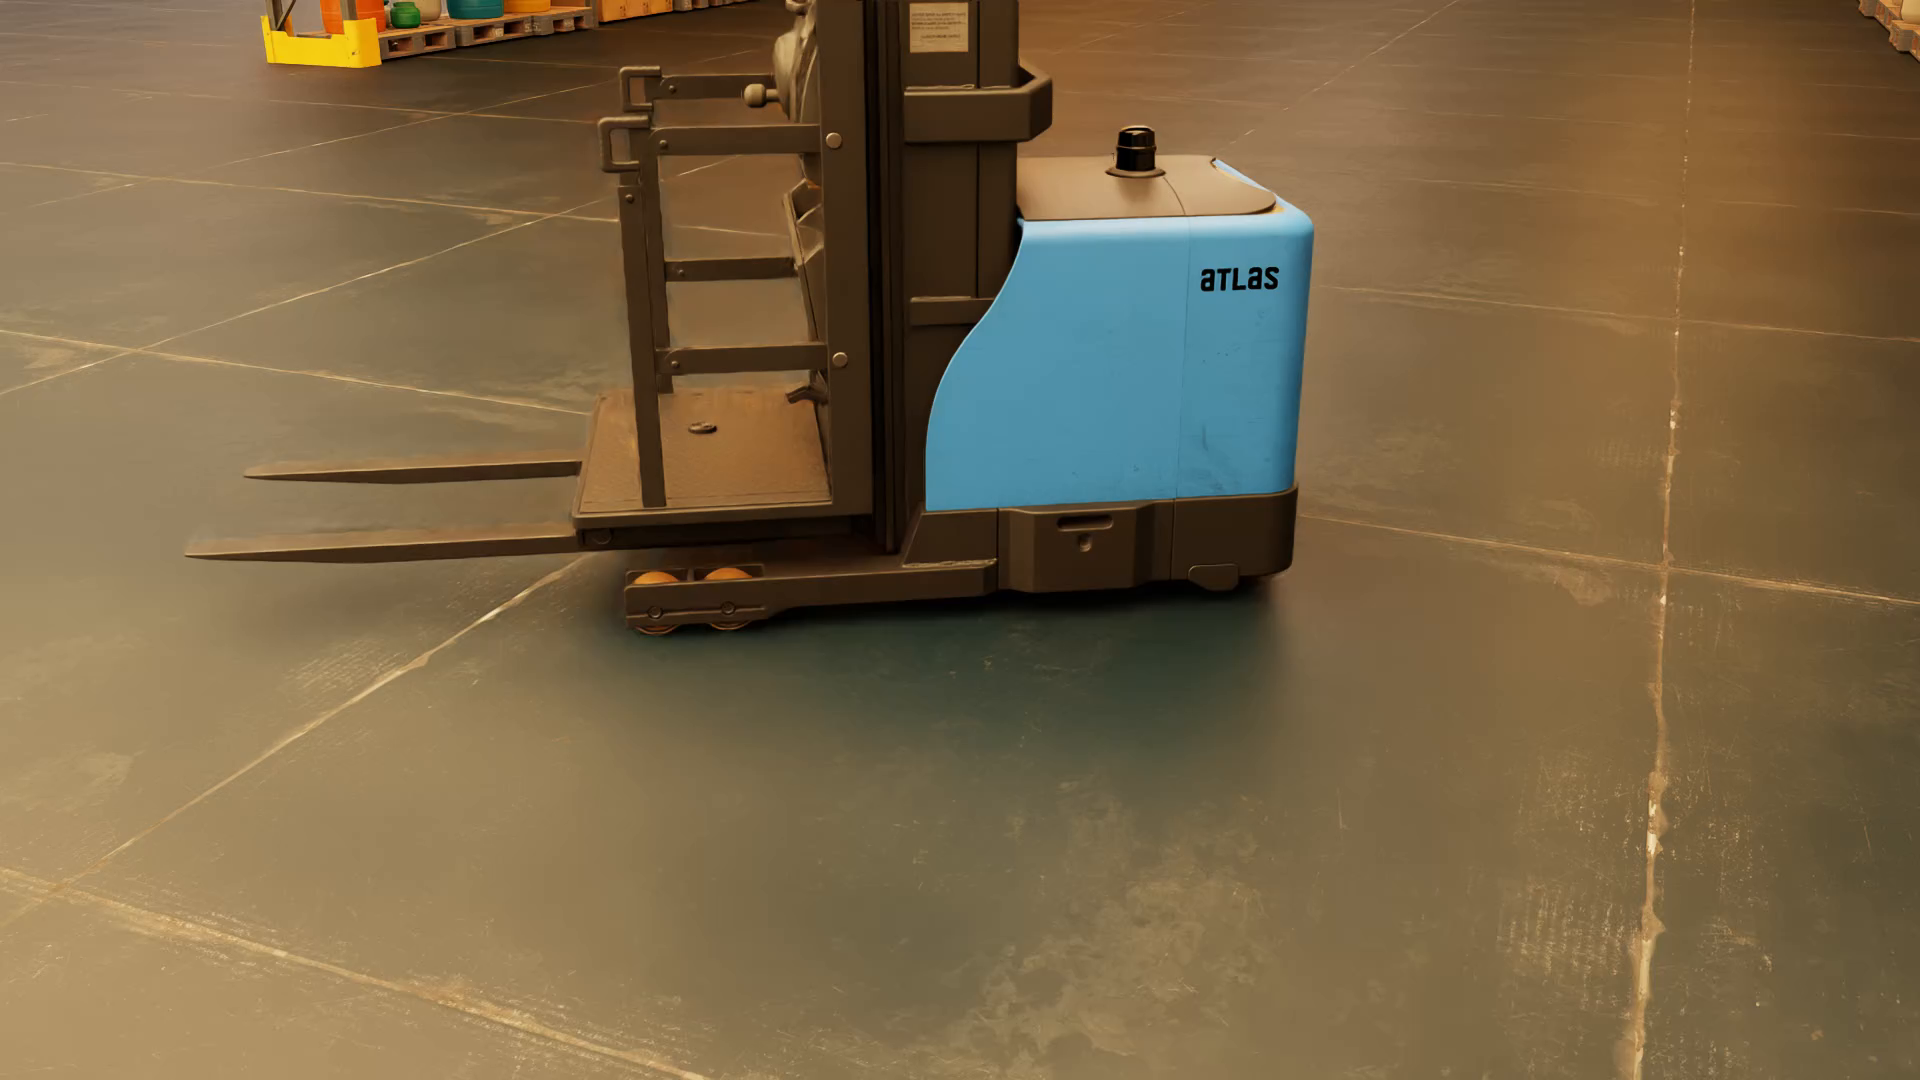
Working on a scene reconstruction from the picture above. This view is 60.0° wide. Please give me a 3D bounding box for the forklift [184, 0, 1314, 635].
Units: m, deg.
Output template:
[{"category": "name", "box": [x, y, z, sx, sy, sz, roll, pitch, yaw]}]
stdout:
[{"category": "forklift", "box": [-0.610, -1.314, 4.435, 3.031, 2.935, 1.130, -3, 23, -7]}]
